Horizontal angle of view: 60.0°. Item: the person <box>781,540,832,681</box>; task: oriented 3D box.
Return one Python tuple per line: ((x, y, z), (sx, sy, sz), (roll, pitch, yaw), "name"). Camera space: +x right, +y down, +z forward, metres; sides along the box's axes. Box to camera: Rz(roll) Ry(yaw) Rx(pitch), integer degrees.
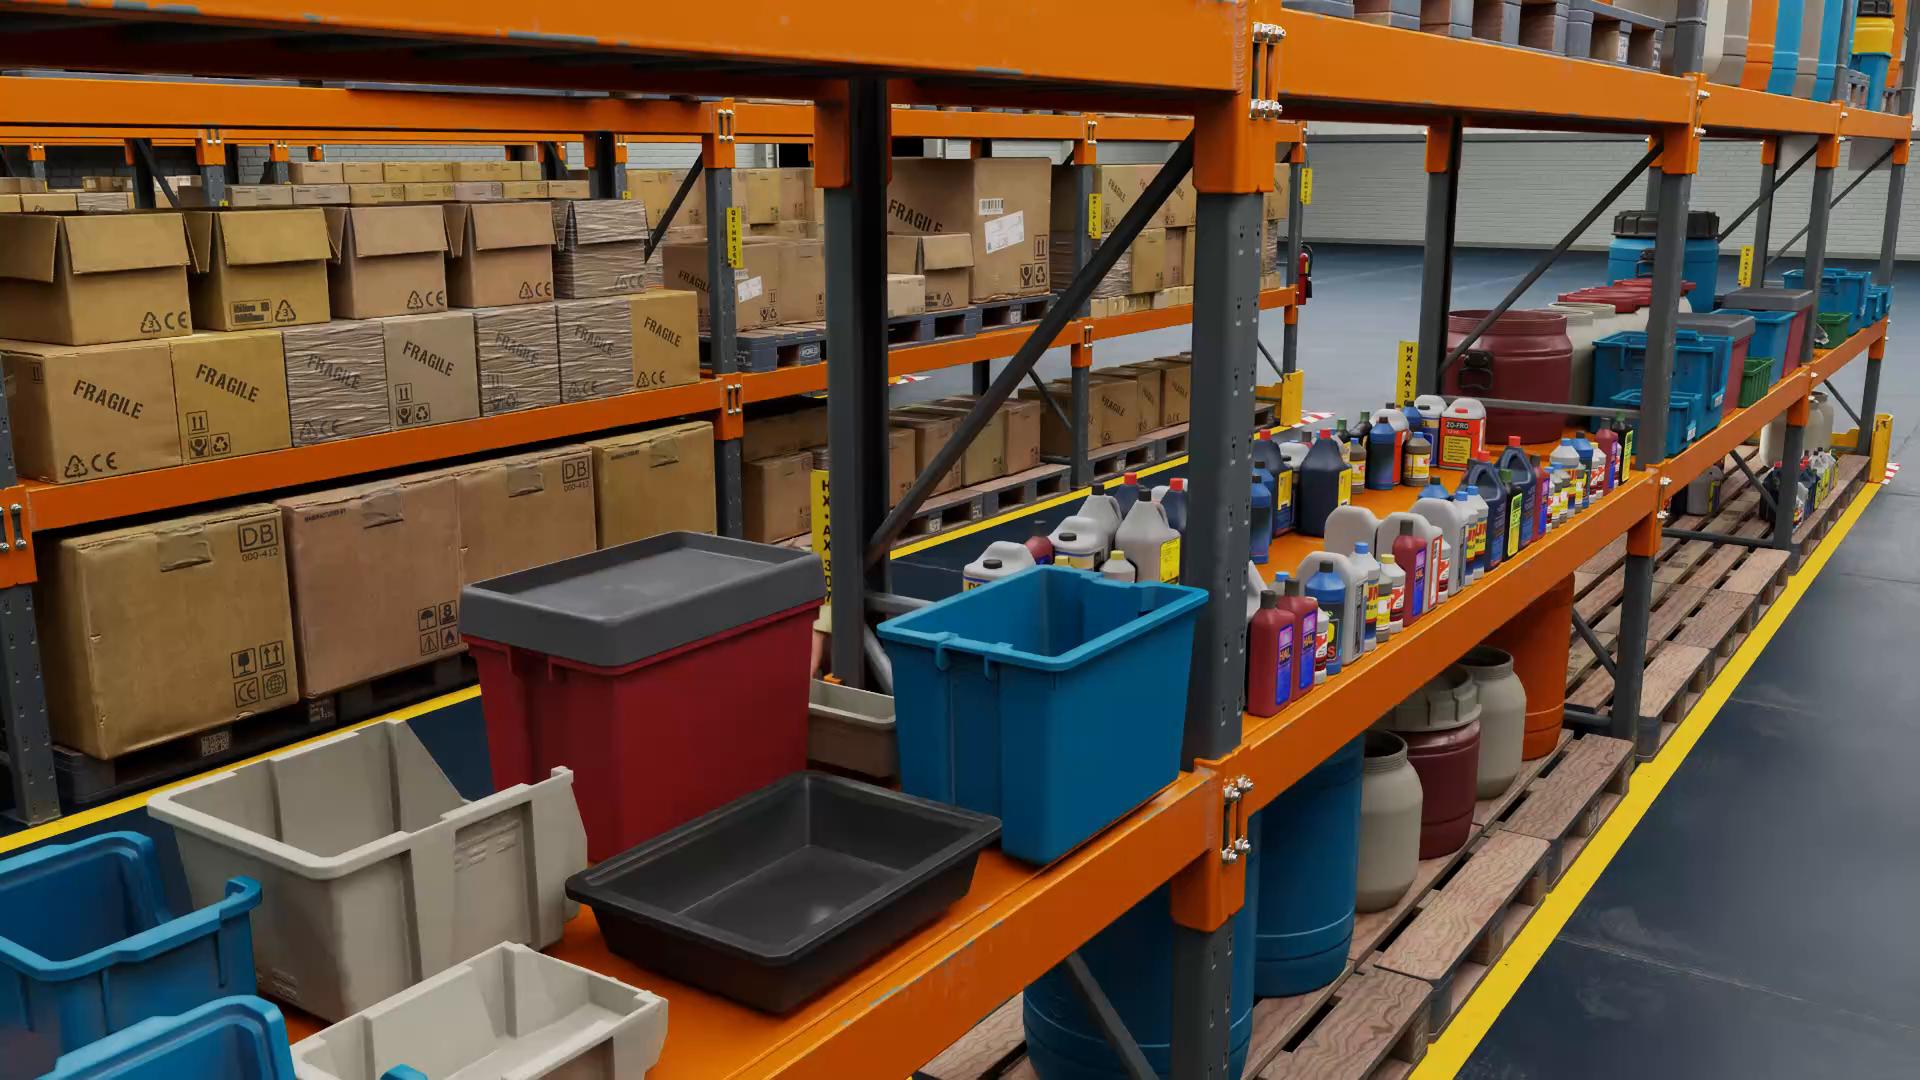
((-0.642, 0.429, 7.314), (0.469, 0.921, 0.839), (8, 15, 31), "person")
